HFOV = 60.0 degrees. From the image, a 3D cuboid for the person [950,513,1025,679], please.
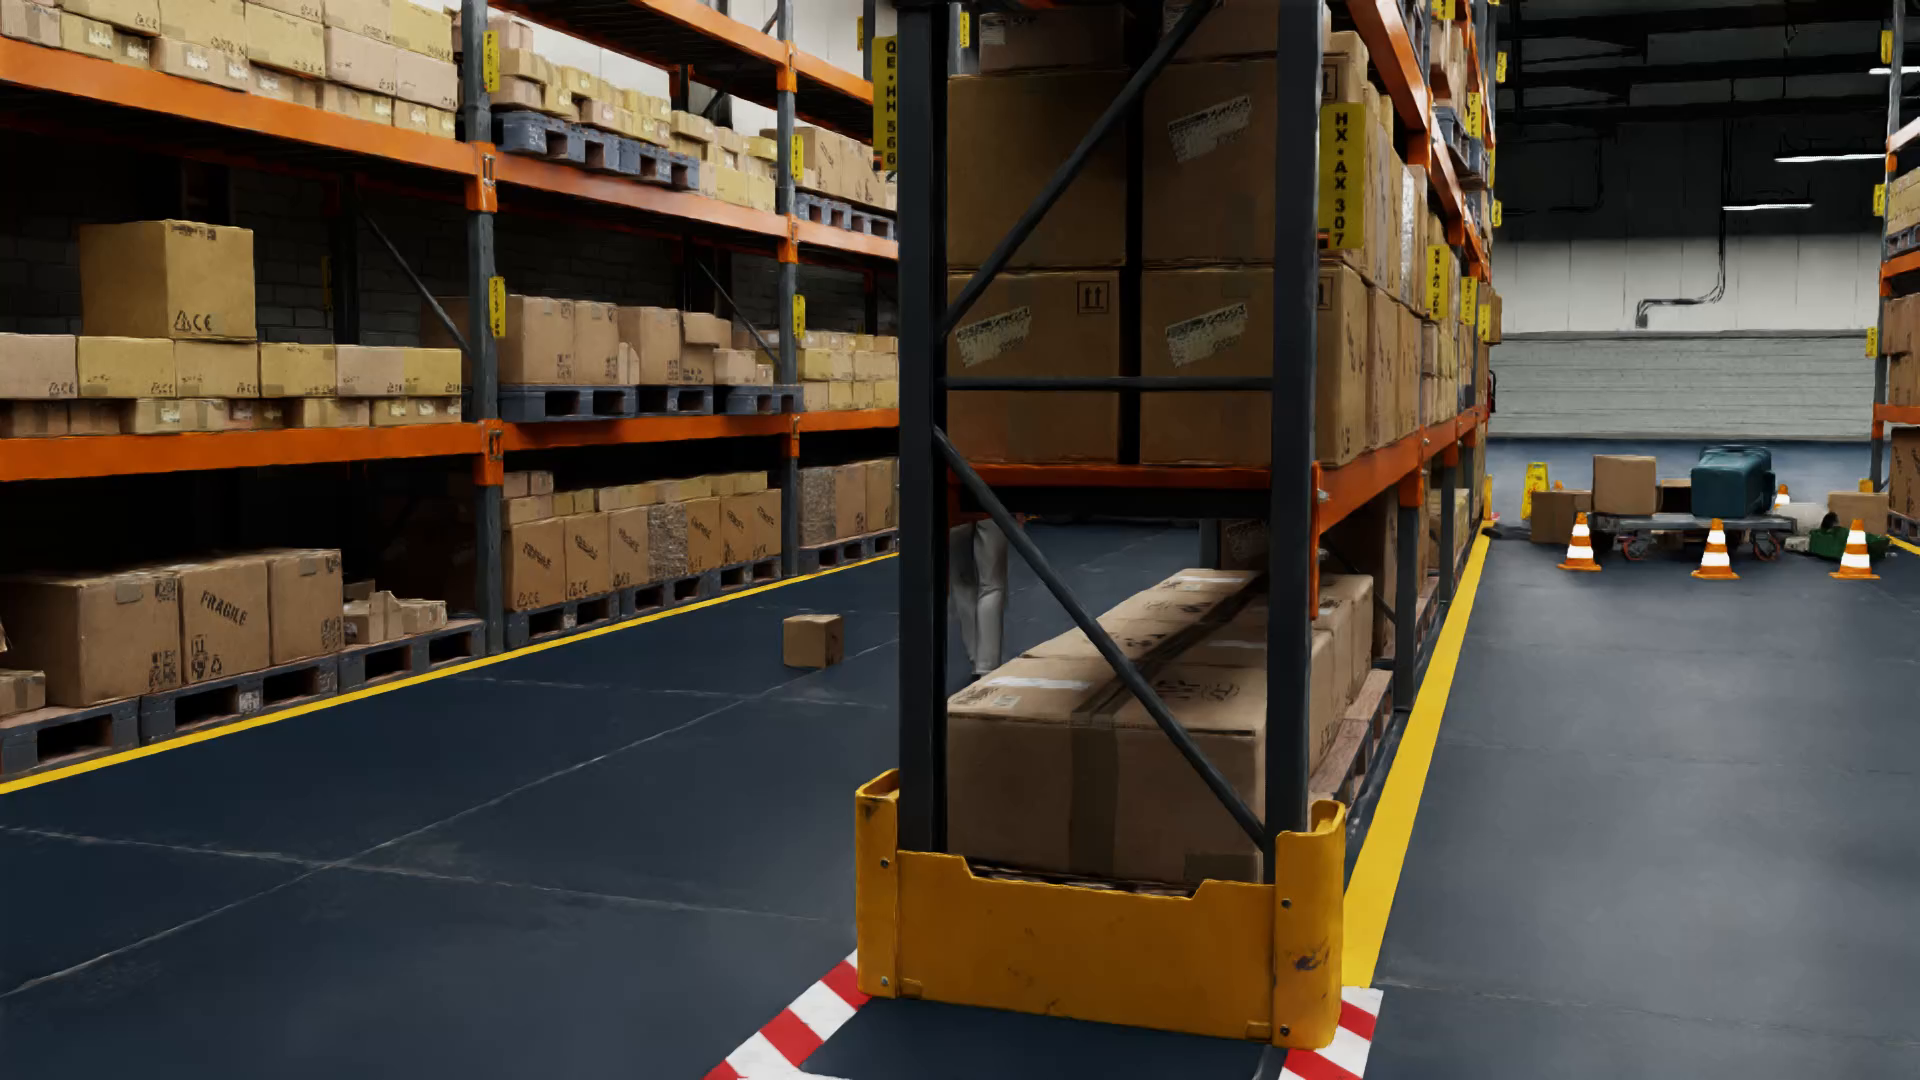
[{"bbox_3d":[0.040,-0.074,8.473,0.571,1.683,0.630,0,5,4],"label":"person"}]
